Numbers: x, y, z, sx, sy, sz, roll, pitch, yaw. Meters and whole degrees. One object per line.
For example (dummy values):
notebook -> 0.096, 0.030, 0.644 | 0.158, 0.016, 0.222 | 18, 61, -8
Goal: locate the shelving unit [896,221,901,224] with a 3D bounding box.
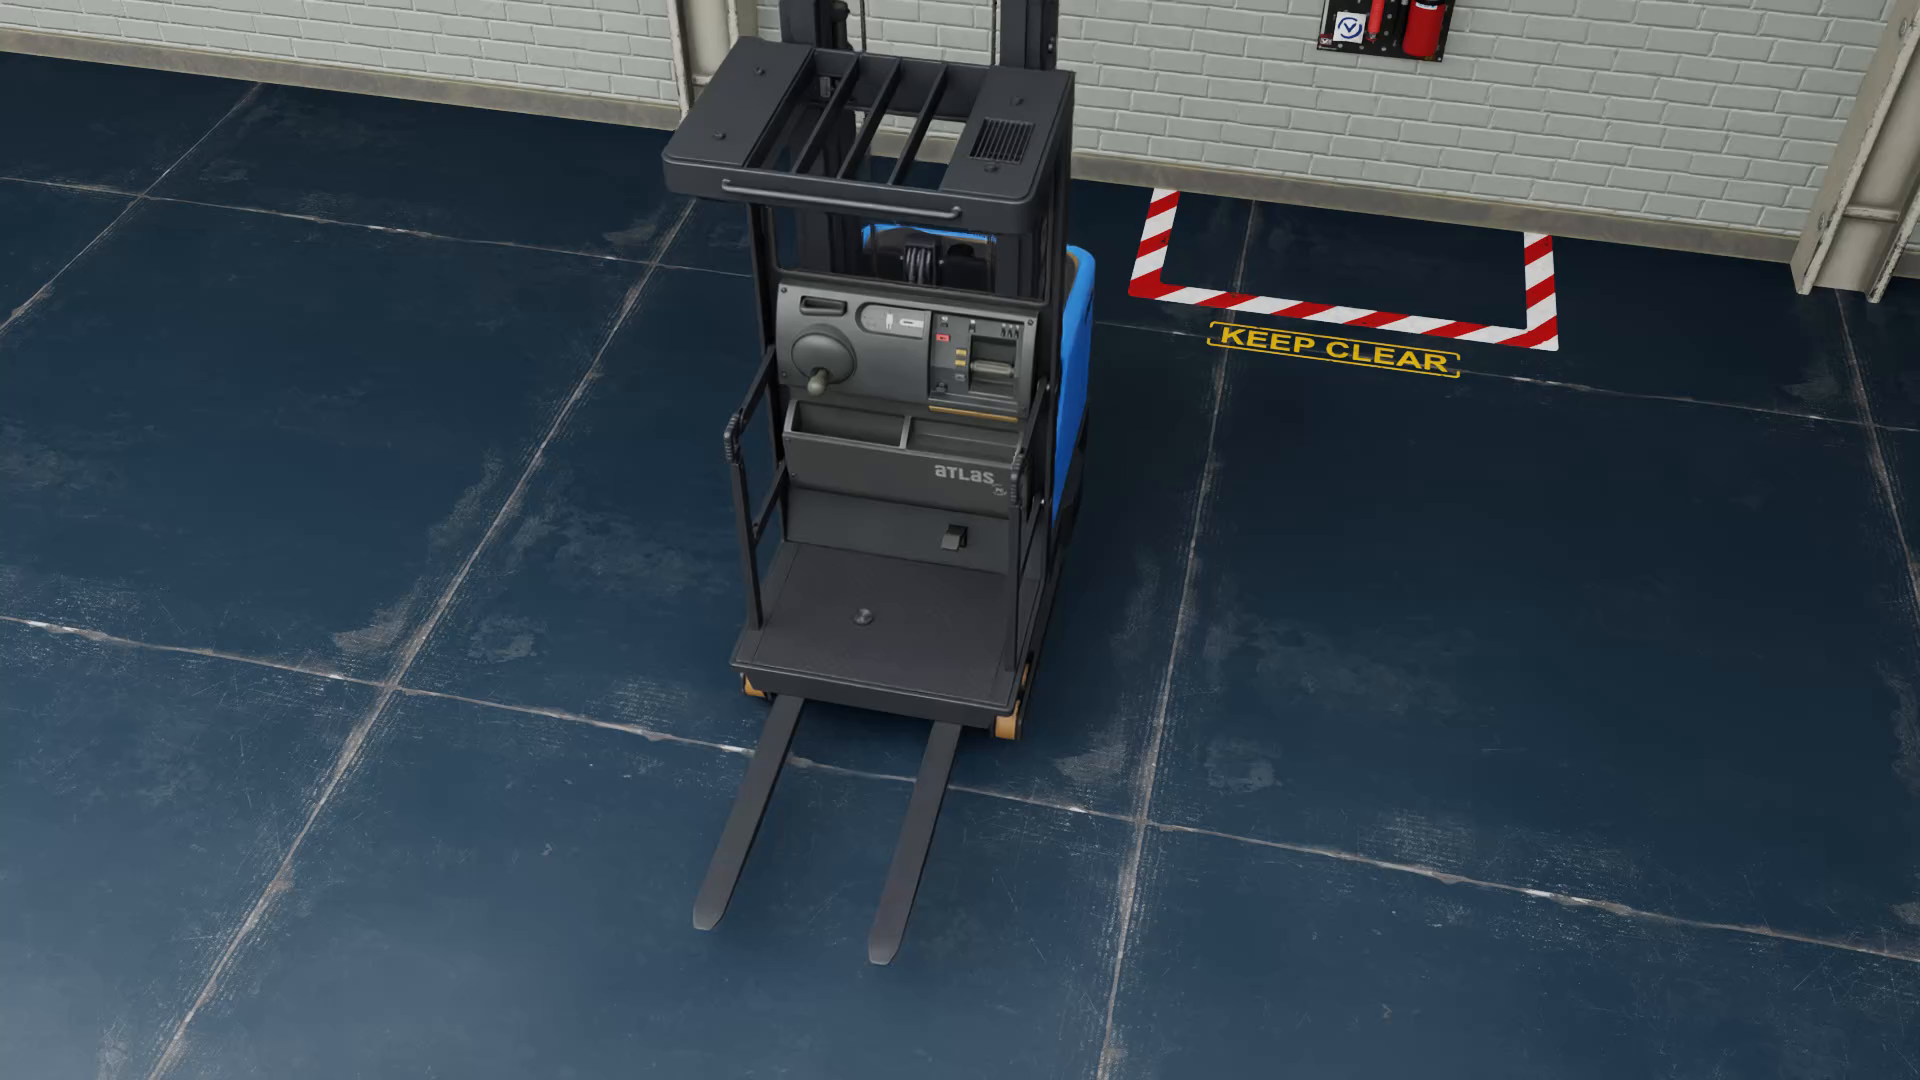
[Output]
shelving unit -> -0.224, -1.018, 7.618 | 0.258, 0.900, 0.210 | 19, 47, 19

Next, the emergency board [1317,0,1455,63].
emergency board -> 2.116, -2.820, 7.976 | 0.643, 1.169, 0.194 | 9, 45, 9

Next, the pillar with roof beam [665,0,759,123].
pillar with roof beam -> -2.276, -2.576, 3.397 | 0.400, 9.000, 9.100 | 9, 45, 9

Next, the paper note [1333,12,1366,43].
paper note -> 1.959, -2.576, 8.358 | 0.142, 0.148, 0.016 | 9, 45, 9

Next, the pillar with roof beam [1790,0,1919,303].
pillar with roof beam -> 3.580, -1.668, 2.454 | 0.400, 9.000, 9.100 | 9, 45, 9

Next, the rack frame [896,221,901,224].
rack frame -> -0.178, -1.081, 7.684 | 0.240, 0.900, 0.006 | 19, 47, 19

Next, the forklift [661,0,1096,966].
forklift -> -0.237, -0.578, 5.697 | 1.130, 2.935, 3.031 | 9, 45, 9
